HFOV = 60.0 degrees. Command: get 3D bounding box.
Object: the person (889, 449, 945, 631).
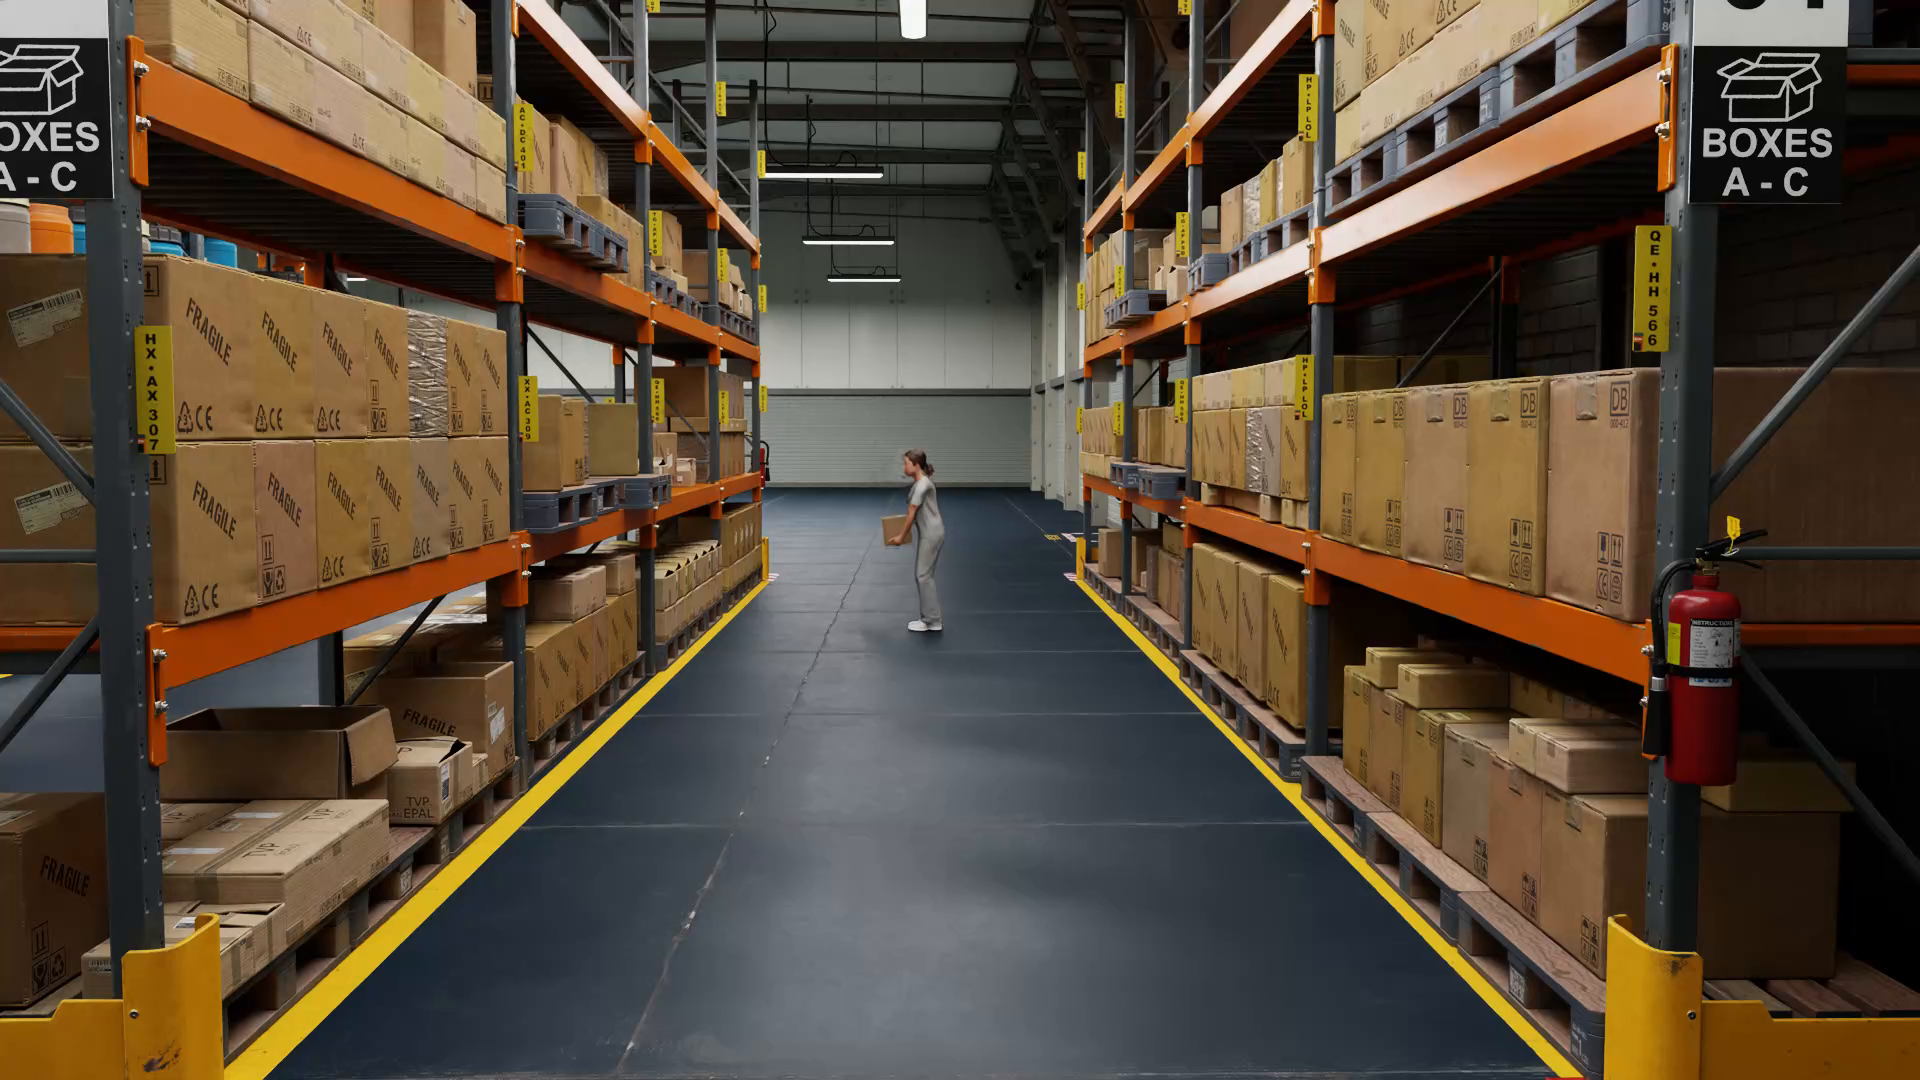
[{"bbox_3d":[-0.391,-0.002,15.170,0.521,1.658,0.409,0,4,-2],"label":"person"}]
